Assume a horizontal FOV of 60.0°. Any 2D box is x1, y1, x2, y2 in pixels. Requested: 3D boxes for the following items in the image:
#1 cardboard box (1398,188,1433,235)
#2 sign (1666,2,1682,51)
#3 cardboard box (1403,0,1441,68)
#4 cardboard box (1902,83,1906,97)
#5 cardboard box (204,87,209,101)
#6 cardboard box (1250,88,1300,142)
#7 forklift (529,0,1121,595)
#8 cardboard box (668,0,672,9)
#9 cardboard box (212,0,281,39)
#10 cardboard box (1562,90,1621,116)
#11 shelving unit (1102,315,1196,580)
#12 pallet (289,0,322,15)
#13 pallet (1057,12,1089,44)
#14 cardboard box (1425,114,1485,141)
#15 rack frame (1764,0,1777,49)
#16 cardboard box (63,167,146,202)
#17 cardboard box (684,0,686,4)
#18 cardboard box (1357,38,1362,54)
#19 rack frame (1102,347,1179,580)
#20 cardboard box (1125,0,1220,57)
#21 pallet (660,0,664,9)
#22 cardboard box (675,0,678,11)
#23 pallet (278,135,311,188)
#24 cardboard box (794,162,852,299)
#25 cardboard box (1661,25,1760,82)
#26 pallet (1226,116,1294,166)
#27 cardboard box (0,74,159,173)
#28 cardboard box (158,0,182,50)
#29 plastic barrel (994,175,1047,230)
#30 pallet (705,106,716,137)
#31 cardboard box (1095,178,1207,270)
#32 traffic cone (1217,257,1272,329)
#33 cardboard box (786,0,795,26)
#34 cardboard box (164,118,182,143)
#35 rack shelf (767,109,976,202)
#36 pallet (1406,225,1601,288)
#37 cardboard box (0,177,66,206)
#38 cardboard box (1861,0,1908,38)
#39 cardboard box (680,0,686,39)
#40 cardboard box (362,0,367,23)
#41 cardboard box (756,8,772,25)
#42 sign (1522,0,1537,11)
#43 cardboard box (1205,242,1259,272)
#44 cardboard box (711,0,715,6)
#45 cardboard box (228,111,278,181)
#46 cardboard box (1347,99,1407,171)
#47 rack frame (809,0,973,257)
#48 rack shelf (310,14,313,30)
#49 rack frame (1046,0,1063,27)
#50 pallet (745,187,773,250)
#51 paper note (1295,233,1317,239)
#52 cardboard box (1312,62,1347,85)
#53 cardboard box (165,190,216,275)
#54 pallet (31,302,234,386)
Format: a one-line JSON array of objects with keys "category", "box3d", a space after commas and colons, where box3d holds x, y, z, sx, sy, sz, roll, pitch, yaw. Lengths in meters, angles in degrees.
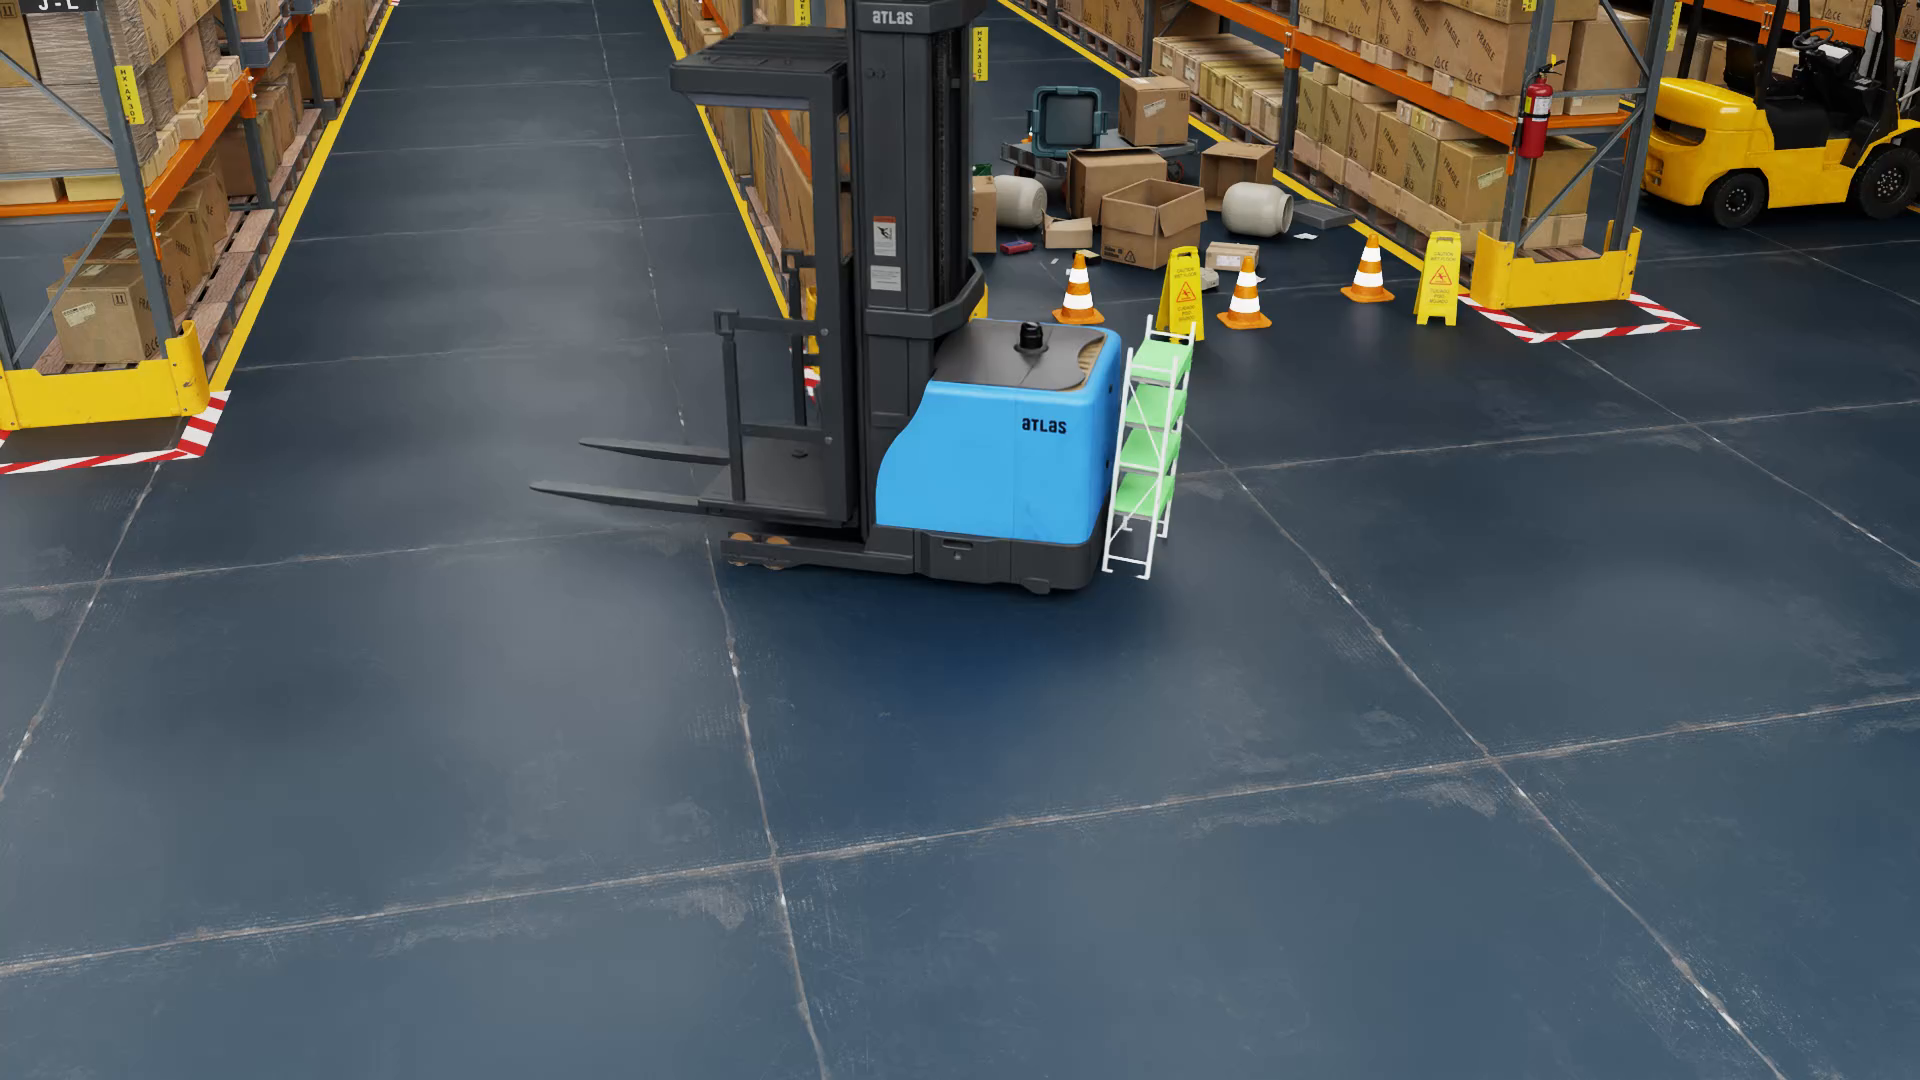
[{"category": "cardboard box", "box3d": [3.829, -2.620, 13.197, 0.500, 0.250, 0.500, -6, 27, -11]}, {"category": "sign", "box3d": [4.911, -3.546, 11.486, 0.100, 0.325, 0.005, -6, 27, -12]}, {"category": "cardboard box", "box3d": [3.774, -3.932, 12.771, 0.500, 0.500, 0.500, -6, 27, -12]}, {"category": "cardboard box", "box3d": [8.459, -3.854, 14.533, 0.500, 0.250, 0.500, -7, 28, -13]}, {"category": "cardboard box", "box3d": [-5.702, -3.229, 12.098, 0.380, 0.149, 0.250, -6, 27, -12]}, {"category": "cardboard box", "box3d": [3.360, -4.105, 16.004, 0.950, 0.372, 0.625, -6, 27, -11]}, {"category": "forklift", "box3d": [-0.737, -1.379, 8.229, 3.031, 2.935, 1.130, 6, 27, 12]}, {"category": "cardboard box", "box3d": [-3.776, -7.332, 22.645, 0.380, 0.149, 0.250, -6, 27, -12]}, {"category": "cardboard box", "box3d": [-6.217, -4.672, 13.546, 1.000, 1.000, 1.000, -6, 27, -11]}, {"category": "cardboard box", "box3d": [4.507, -3.162, 11.965, 0.380, 0.149, 0.250, -6, 27, -11]}, {"category": "shelving unit", "box3d": [0.943, -0.461, 8.314, 0.258, 1.200, 0.503, 11, 29, 13]}, {"category": "pallet", "box3d": [-6.811, -5.222, 15.981, 1.213, 0.211, 1.003, -6, 27, -12]}, {"category": "pallet", "box3d": [1.925, -6.796, 21.981, 1.003, 0.211, 1.213, -6, 27, -12]}, {"category": "cardboard box", "box3d": [3.799, -3.168, 12.731, 0.380, 0.149, 0.250, -5, 27, -10]}, {"category": "rack frame", "box3d": [8.316, -5.366, 16.052, 1.000, 3.000, 0.127, -6, 27, -12]}, {"category": "cardboard box", "box3d": [-5.105, -2.135, 9.930, 0.380, 0.149, 0.250, -6, 27, -12]}, {"category": "cardboard box", "box3d": [-3.091, -6.647, 20.066, 0.500, 0.250, 0.500, -5, 27, -10]}, {"category": "cardboard box", "box3d": [3.549, -4.132, 13.887, 0.380, 0.149, 0.250, -6, 27, -12]}, {"category": "rack frame", "box3d": [0.873, -0.356, 8.105, 0.240, 1.200, 0.015, 11, 29, 13]}, {"category": "cardboard box", "box3d": [2.504, -6.167, 19.531, 0.875, 0.875, 0.875, -6, 27, -12]}, {"category": "pallet", "box3d": [-3.858, -7.943, 24.252, 1.003, 0.211, 1.213, -6, 27, -12]}, {"category": "cardboard box", "box3d": [-3.503, -6.979, 21.616, 0.380, 0.149, 0.250, -5, 27, -11]}, {"category": "pallet", "box3d": [-6.630, -3.487, 15.425, 1.003, 0.211, 1.213, -6, 27, -12]}, {"category": "cardboard box", "box3d": [-0.635, -2.087, 11.448, 0.875, 0.875, 0.875, -6, 27, -11]}, {"category": "cardboard box", "box3d": [8.020, -5.063, 17.621, 0.875, 0.625, 0.625, -6, 27, -12]}, {"category": "pallet", "box3d": [3.304, -3.957, 16.356, 1.003, 0.211, 1.213, -6, 27, -12]}, {"category": "cardboard box", "box3d": [-5.370, -2.520, 9.972, 0.875, 0.500, 0.500, -6, 27, -12]}, {"category": "cardboard box", "box3d": [-5.351, -3.430, 10.667, 0.500, 0.500, 0.500, -6, 27, -12]}, {"category": "plastic barrel", "box3d": [0.431, -2.821, 13.869, 0.512, 0.421, 0.421, 13, 30, 24]}, {"category": "pallet", "box3d": [-2.116, -4.471, 17.373, 1.003, 0.211, 1.213, -6, 27, -12]}, {"category": "cardboard box", "box3d": [1.520, -2.504, 13.152, 0.637, 0.503, 0.797, 19, 32, 32]}, {"category": "traffic cone", "box3d": [2.024, -1.768, 11.738, 0.336, 0.463, 0.334, -6, 27, -12]}, {"category": "cardboard box", "box3d": [-0.678, -3.505, 11.001, 0.875, 0.550, 0.550, -6, 27, -12]}, {"category": "cardboard box", "box3d": [-5.393, -2.683, 11.016, 0.380, 0.149, 0.250, -6, 27, -12]}, {"category": "rack shelf", "box3d": [-0.869, -3.114, 12.389, 1.077, 0.370, 4.000, -6, 27, -12]}, {"category": "pallet", "box3d": [4.216, -2.253, 12.980, 1.003, 0.211, 1.213, -6, 27, -12]}, {"category": "cardboard box", "box3d": [-5.538, -2.090, 9.841, 0.380, 0.149, 0.250, -6, 27, -12]}, {"category": "cardboard box", "box3d": [8.410, -4.740, 14.701, 0.500, 0.500, 0.500, -6, 27, -12]}, {"category": "cardboard box", "box3d": [-3.214, -6.546, 20.697, 0.500, 0.500, 0.500, -5, 27, -10]}, {"category": "cardboard box", "box3d": [-8.048, -6.903, 20.989, 0.875, 0.875, 0.875, -6, 27, -12]}, {"category": "cardboard box", "box3d": [-1.071, -3.731, 12.647, 0.875, 0.550, 0.550, -6, 27, -12]}, {"category": "sign", "box3d": [3.837, -3.715, 11.145, 0.100, 0.325, 0.005, -6, 27, -12]}, {"category": "cardboard box", "box3d": [2.119, -2.202, 12.947, 0.380, 0.149, 0.250, 8, 28, 15]}, {"category": "cardboard box", "box3d": [-2.152, -5.445, 16.098, 0.500, 0.500, 0.500, -6, 27, -12]}, {"category": "cardboard box", "box3d": [-6.381, -3.418, 14.478, 0.700, 0.500, 0.500, -6, 27, -12]}, {"category": "cardboard box", "box3d": [3.598, -3.407, 13.924, 0.500, 0.500, 0.500, -5, 27, -9]}, {"category": "rack frame", "box3d": [-0.418, -2.557, 10.488, 1.000, 3.000, 0.127, -6, 27, -12]}, {"category": "rack shelf", "box3d": [-7.527, -6.167, 18.437, 1.077, 0.370, 4.000, -6, 27, -12]}, {"category": "rack frame", "box3d": [1.678, -8.372, 22.009, 1.000, 3.000, 0.127, -6, 27, -12]}, {"category": "pallet", "box3d": [-1.224, -2.727, 13.918, 1.003, 0.211, 1.213, -6, 27, -12]}, {"category": "paper note", "box3d": [2.846, -2.502, 13.674, 0.142, 0.019, 0.148, -16, 31, -29]}, {"category": "cardboard box", "box3d": [3.320, -4.097, 14.572, 0.380, 0.149, 0.250, -6, 27, -11]}, {"category": "cardboard box", "box3d": [-5.770, -2.231, 12.149, 0.500, 0.500, 0.500, -8, 28, -16]}, {"category": "pallet", "box3d": [-5.439, -1.247, 10.986, 1.003, 0.211, 1.213, -6, 27, -12]}]
